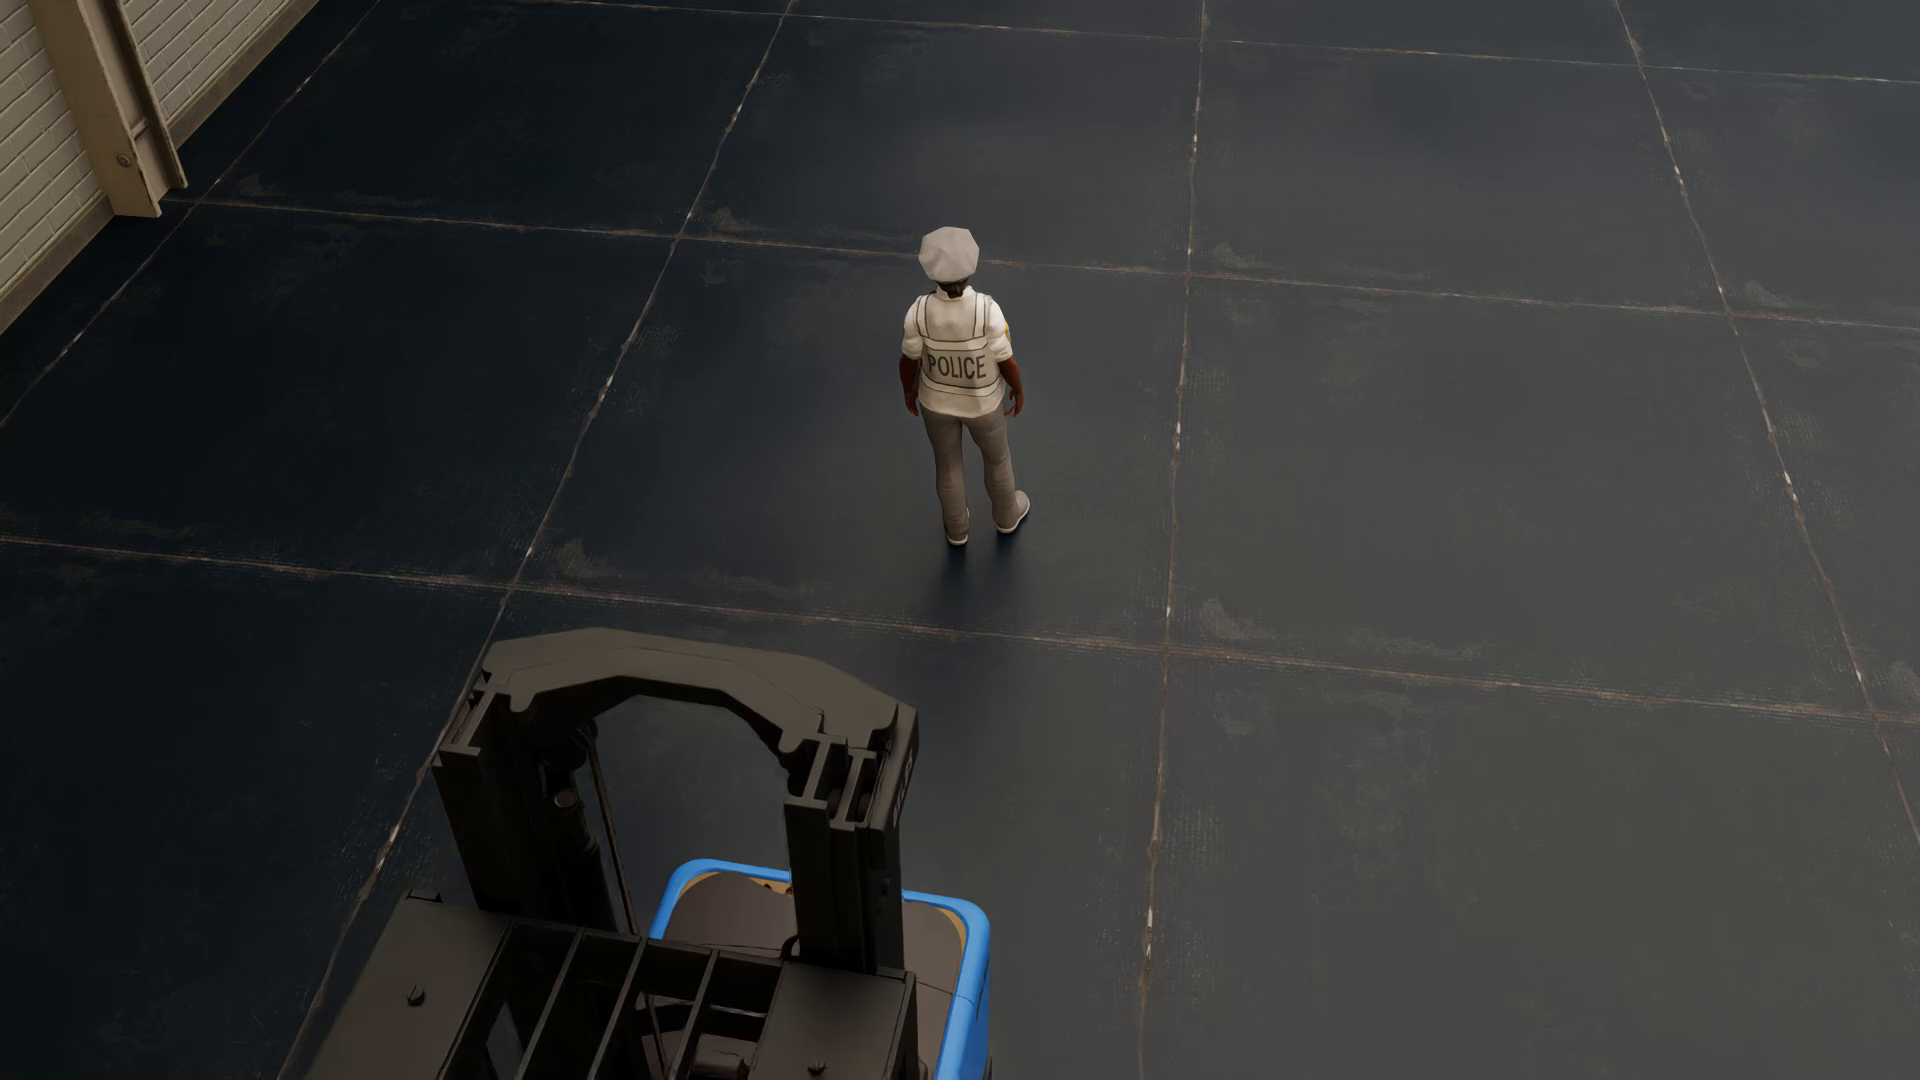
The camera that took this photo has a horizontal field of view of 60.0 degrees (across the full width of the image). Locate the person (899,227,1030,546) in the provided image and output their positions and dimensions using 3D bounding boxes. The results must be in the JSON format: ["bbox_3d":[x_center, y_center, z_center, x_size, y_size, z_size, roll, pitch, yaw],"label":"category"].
[{"bbox_3d":[0.030,-0.677,7.365,0.569,1.694,0.530,5,43,6],"label":"person"}]

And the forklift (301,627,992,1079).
[{"bbox_3d":[-0.676,1.743,3.826,1.130,2.935,3.031,7,43,8],"label":"forklift"}]
